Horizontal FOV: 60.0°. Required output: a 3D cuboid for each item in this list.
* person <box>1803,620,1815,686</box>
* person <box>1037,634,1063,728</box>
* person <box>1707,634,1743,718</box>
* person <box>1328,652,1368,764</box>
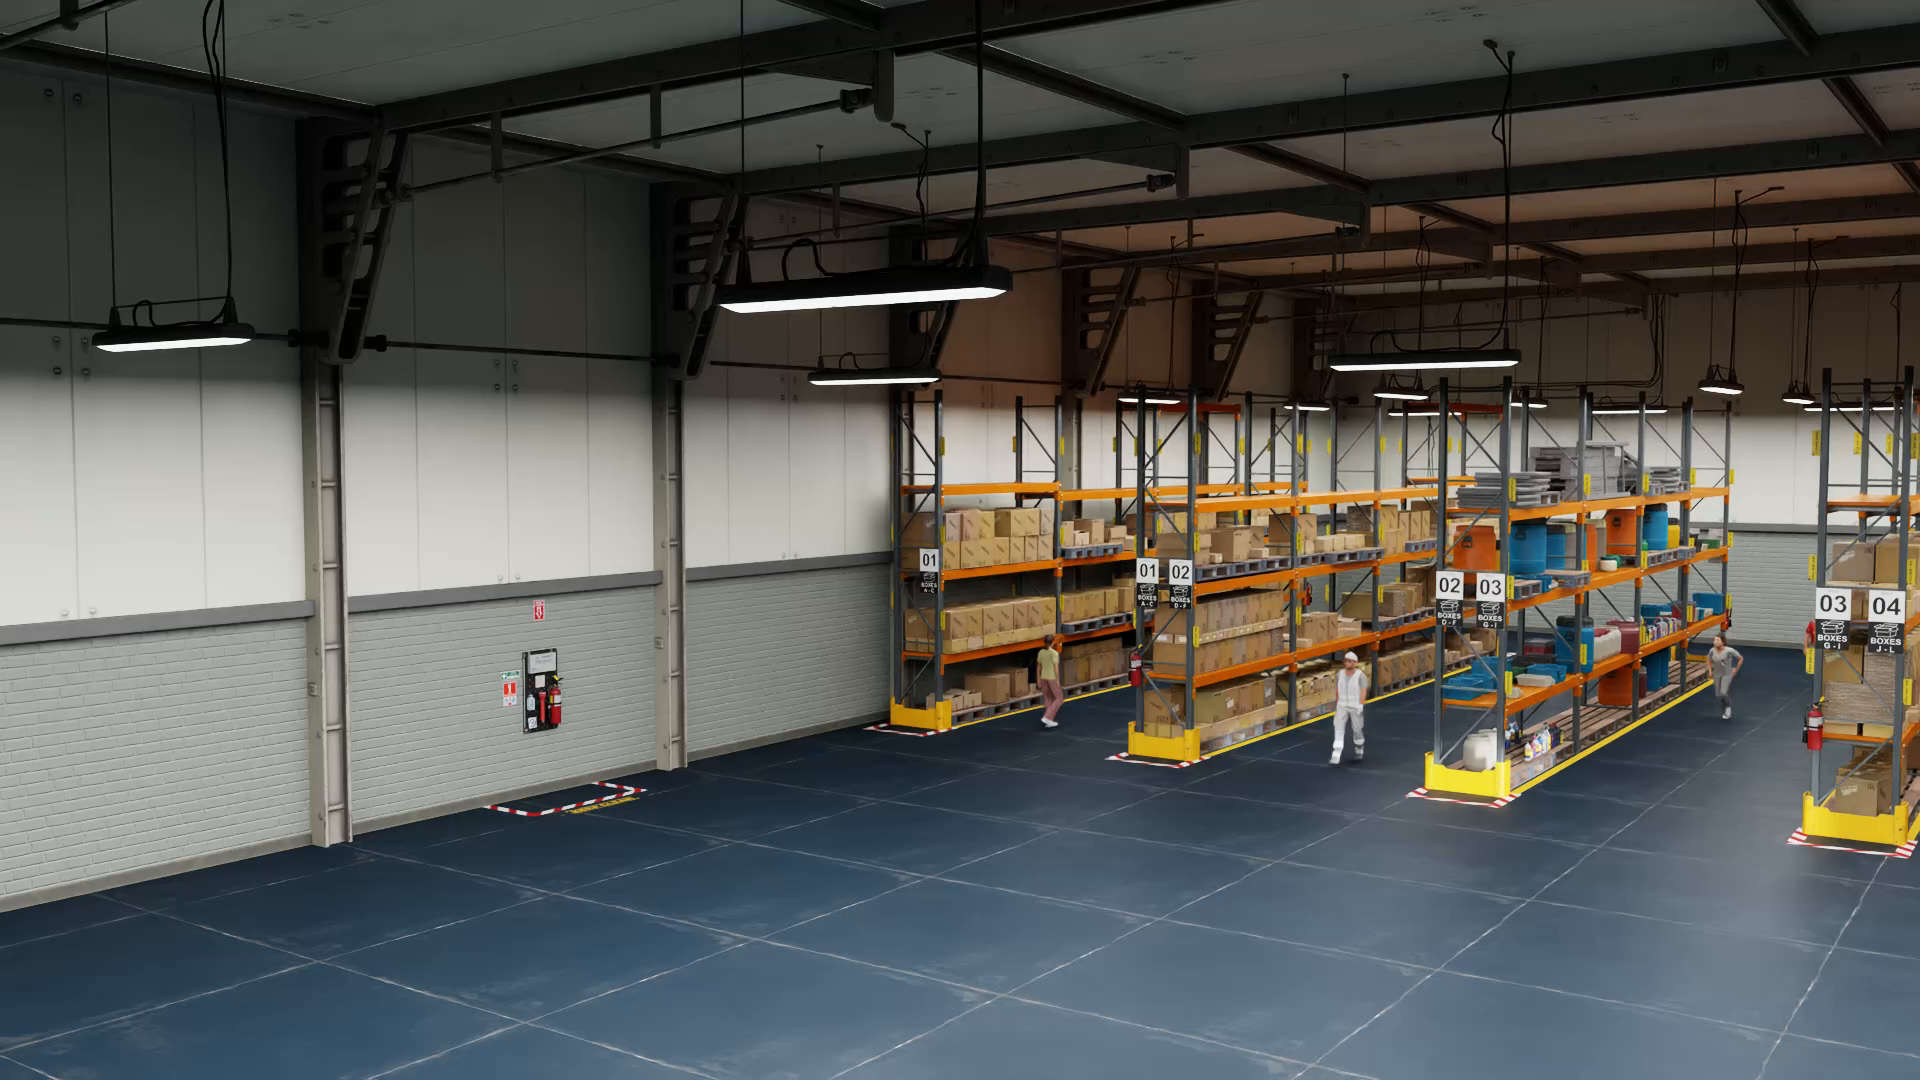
[{"bbox_3d":[17.614,2.242,34.032,0.632,1.664,1.077,2,4,32],"label":"person"},{"bbox_3d":[1.582,2.510,29.571,0.501,1.667,0.531,3,4,38],"label":"person"},{"bbox_3d":[14.030,2.500,30.478,0.610,1.580,0.688,3,5,45],"label":"person"},{"bbox_3d":[6.113,2.635,26.147,0.554,1.735,1.026,2,4,30],"label":"person"}]
